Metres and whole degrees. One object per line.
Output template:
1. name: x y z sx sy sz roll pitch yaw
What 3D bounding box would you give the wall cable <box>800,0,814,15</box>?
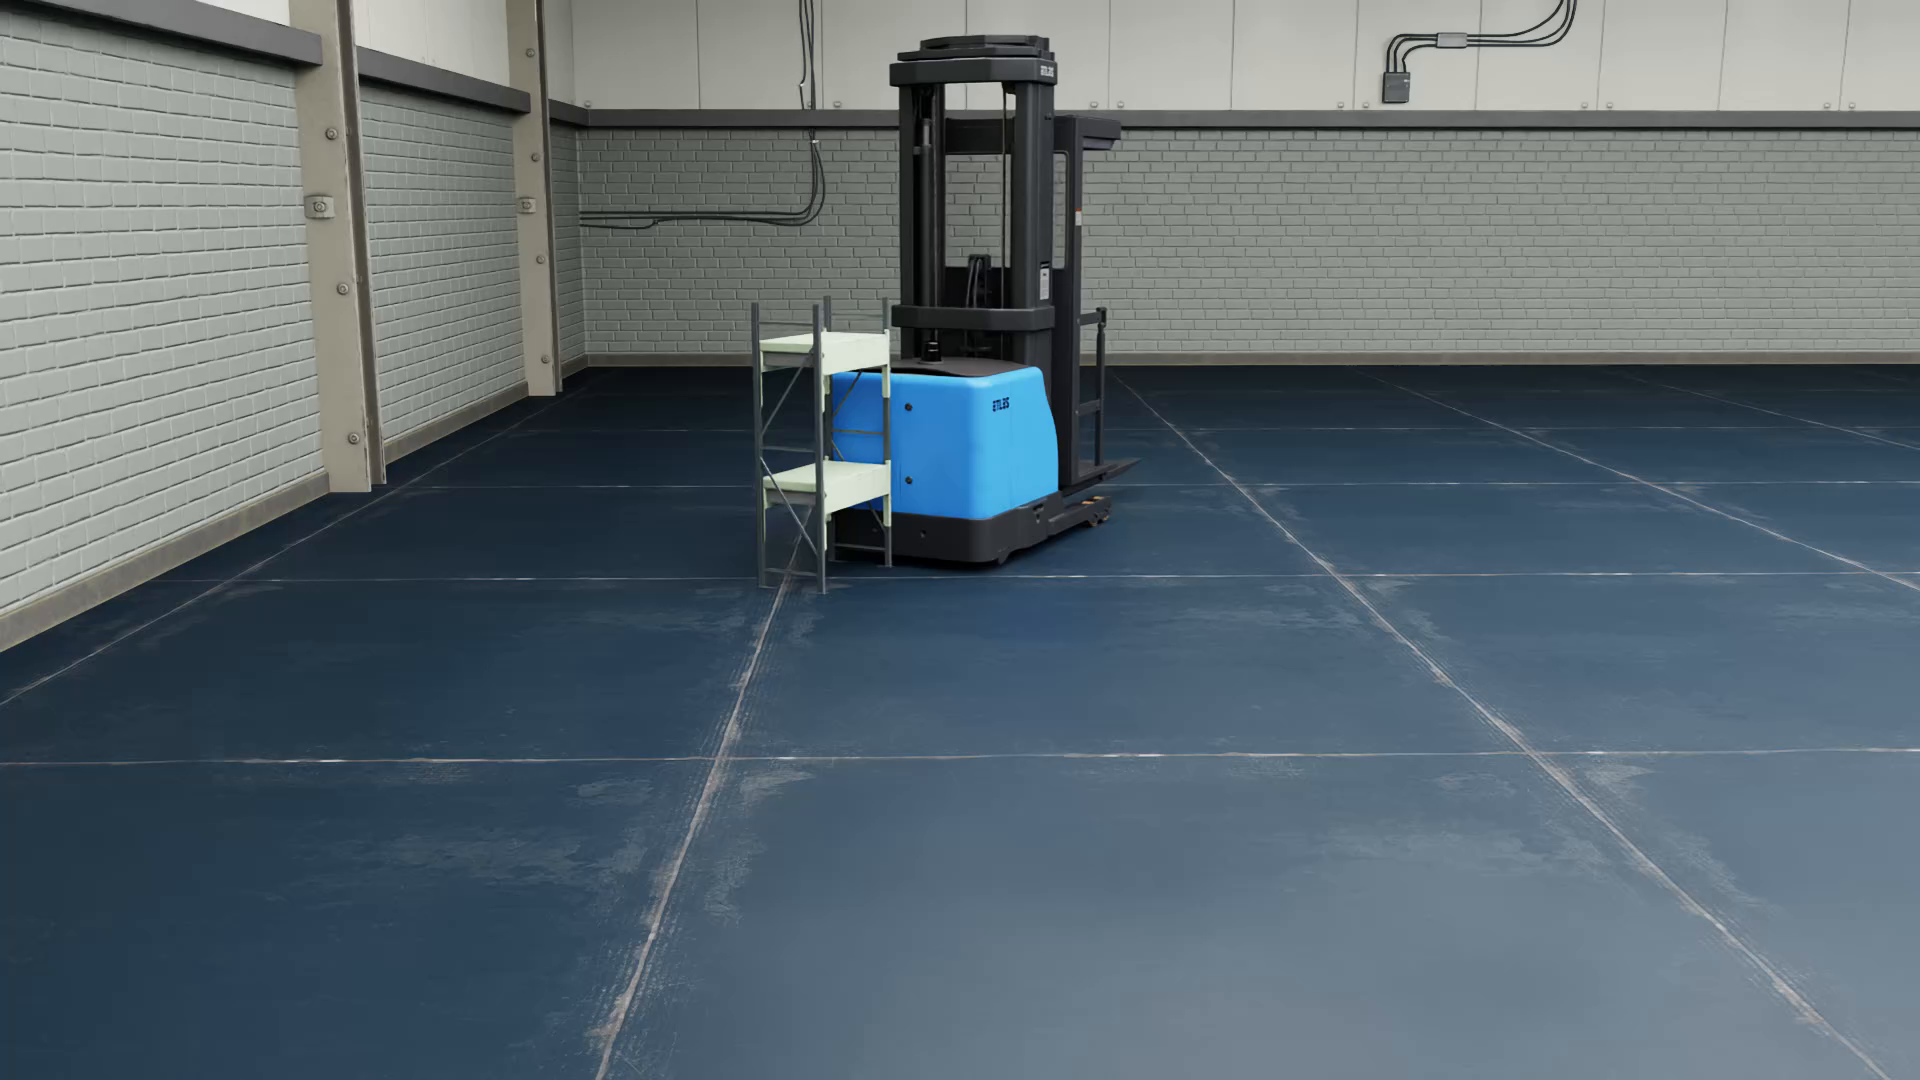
1. wall cable: -0.485 -7.535 19.676 3.097 2.526 0.112 0 11 -1

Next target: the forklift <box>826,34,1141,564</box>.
1. forklift: 0.323 -1.551 10.332 1.130 2.935 3.031 5 13 25

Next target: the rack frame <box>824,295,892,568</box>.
1. rack frame: -0.565 -0.595 9.219 0.400 1.500 0.023 5 13 25

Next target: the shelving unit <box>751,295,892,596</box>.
1. shelving unit: -0.724 -0.530 8.896 0.431 1.500 0.755 5 13 25

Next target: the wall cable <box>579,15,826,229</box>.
1. wall cable: -3.189 -5.049 20.123 3.097 2.526 0.112 0 11 -1

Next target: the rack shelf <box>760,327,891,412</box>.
1. rack shelf: -0.724 -0.912 8.819 0.431 0.370 0.720 5 13 25

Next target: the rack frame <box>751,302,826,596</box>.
1. rack frame: -0.884 -0.464 8.574 0.400 1.500 0.023 5 13 25

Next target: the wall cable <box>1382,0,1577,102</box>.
1. wall cable: 6.302 -8.273 19.653 2.305 6.003 0.169 0 11 -1

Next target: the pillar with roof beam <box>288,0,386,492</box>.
1. pillar with roof beam: -0.022 -4.805 11.109 9.100 9.000 0.400 0 11 -1

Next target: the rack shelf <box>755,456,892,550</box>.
1. rack shelf: -0.724 -0.210 8.961 0.431 0.370 0.720 5 13 25

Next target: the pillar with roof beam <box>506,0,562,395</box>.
1. pillar with roof beam: -0.146 -5.997 16.988 9.100 9.000 0.400 0 11 -1
